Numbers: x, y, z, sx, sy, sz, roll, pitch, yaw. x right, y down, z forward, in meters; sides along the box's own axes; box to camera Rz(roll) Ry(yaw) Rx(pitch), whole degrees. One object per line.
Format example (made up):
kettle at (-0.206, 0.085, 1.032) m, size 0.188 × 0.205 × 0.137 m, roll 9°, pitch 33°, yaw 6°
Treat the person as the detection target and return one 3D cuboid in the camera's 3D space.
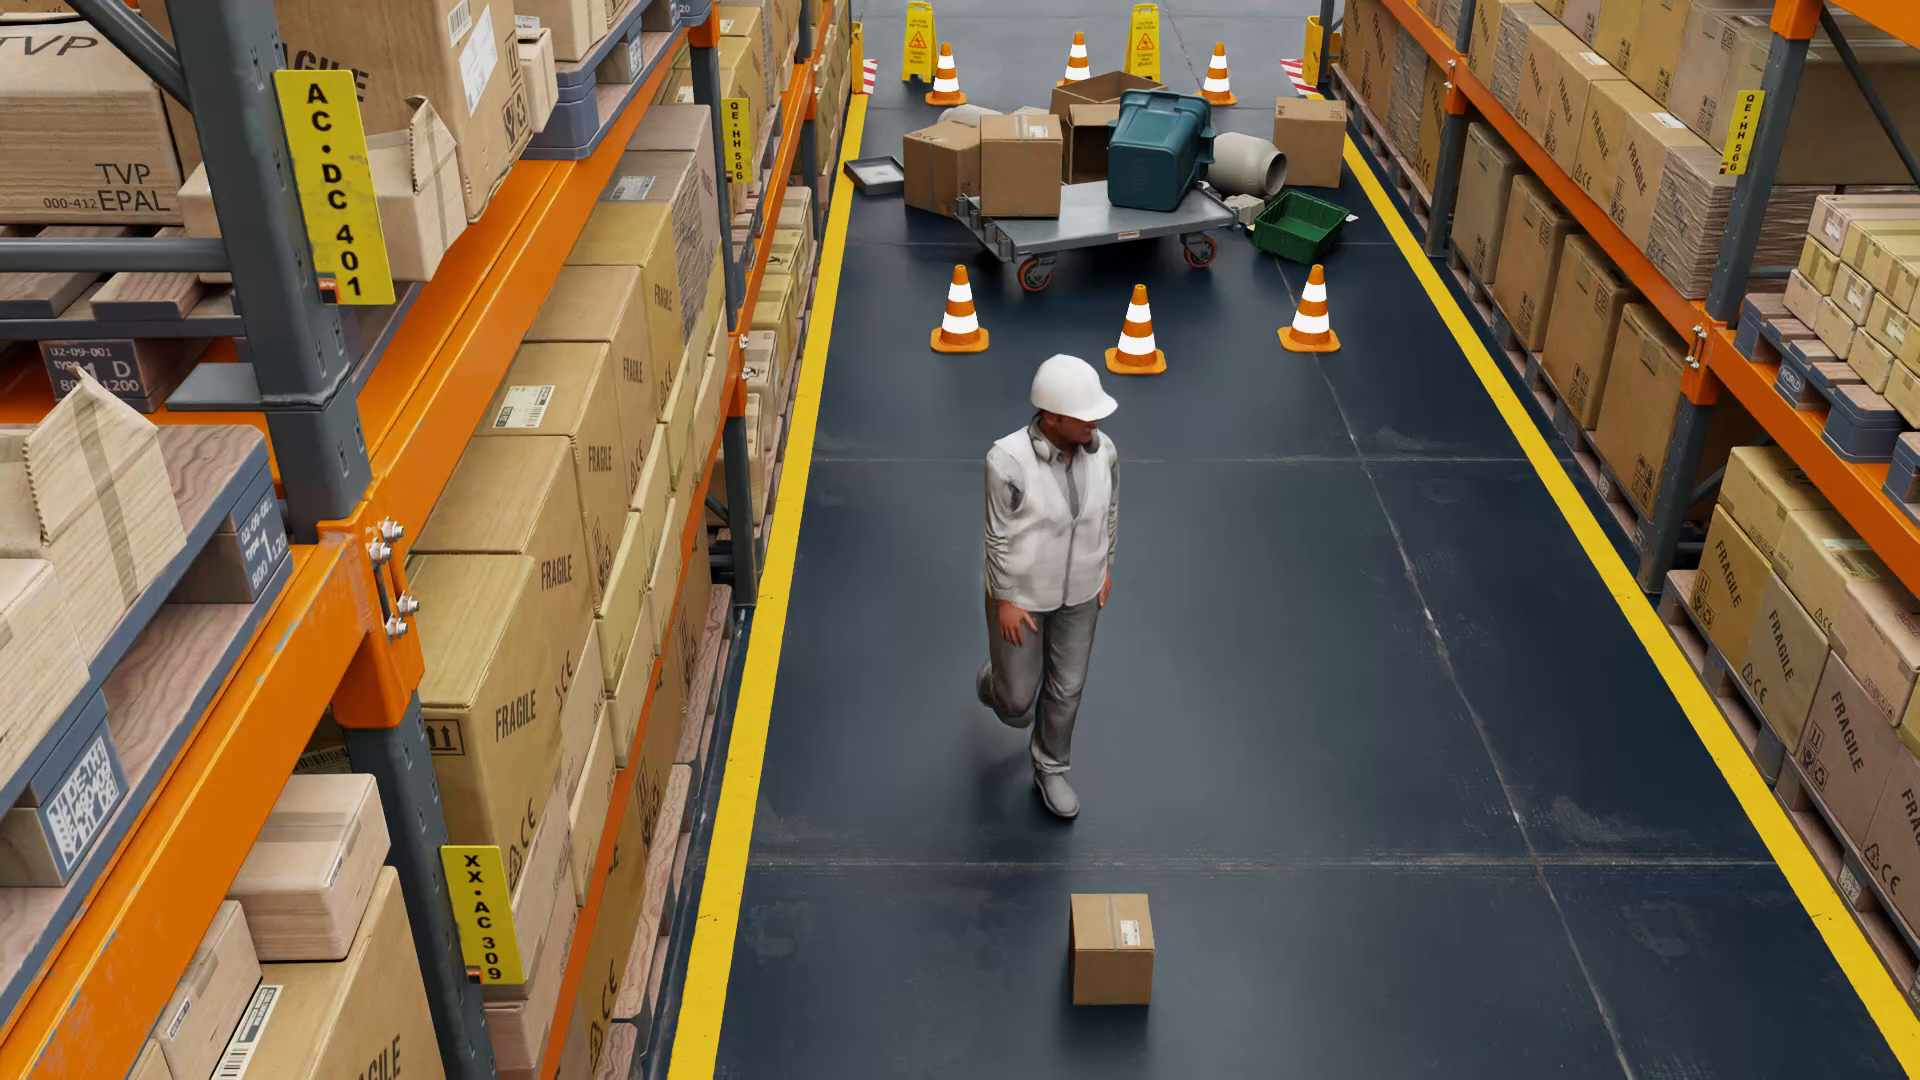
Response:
person at (0.303, 0.122, 5.892) m, size 0.539 × 1.768 × 0.652 m, roll -11°, pitch 33°, yaw -18°
